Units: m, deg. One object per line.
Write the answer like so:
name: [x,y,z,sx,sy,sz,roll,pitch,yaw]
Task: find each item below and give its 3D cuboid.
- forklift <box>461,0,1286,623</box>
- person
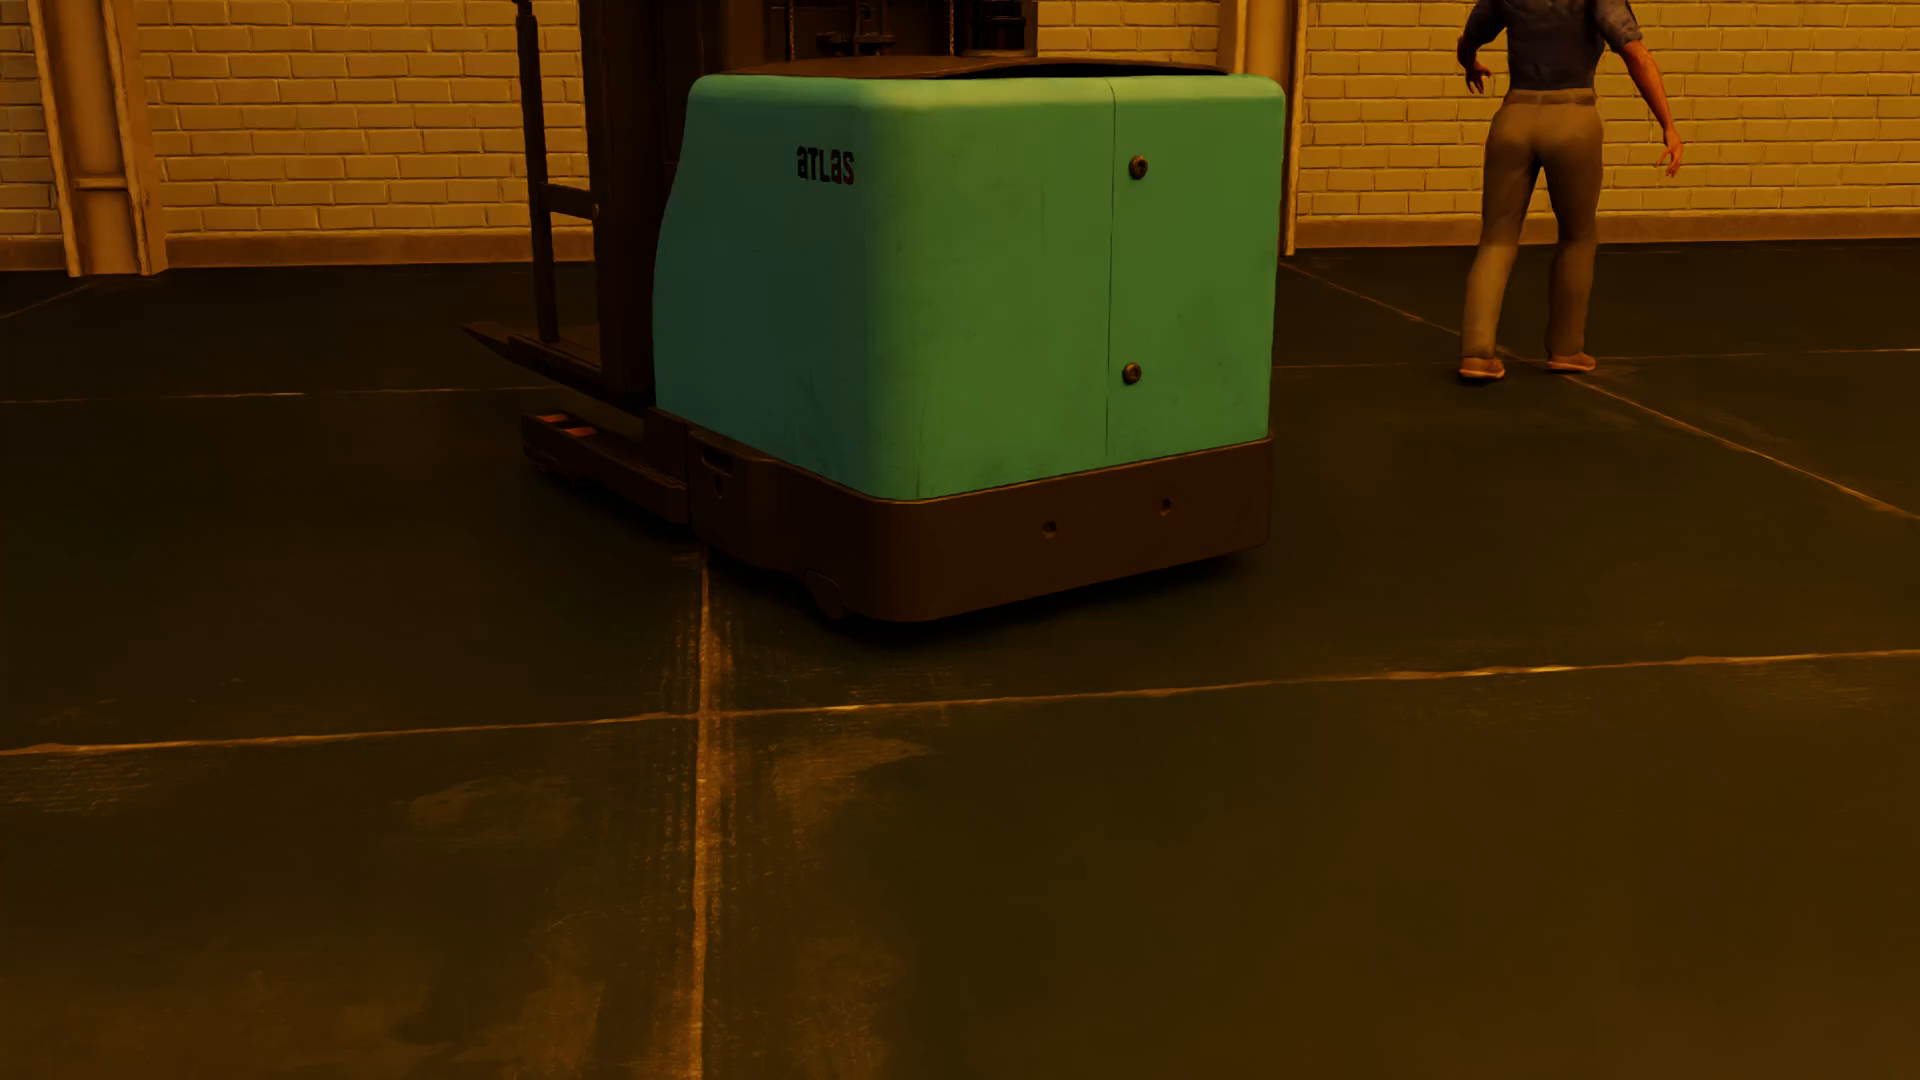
forklift: [-0.550,-1.609,4.227,1.130,2.935,3.031,-11,20,-33]
person: [2.049,-1.356,5.685,0.891,1.639,0.732,12,20,34]
